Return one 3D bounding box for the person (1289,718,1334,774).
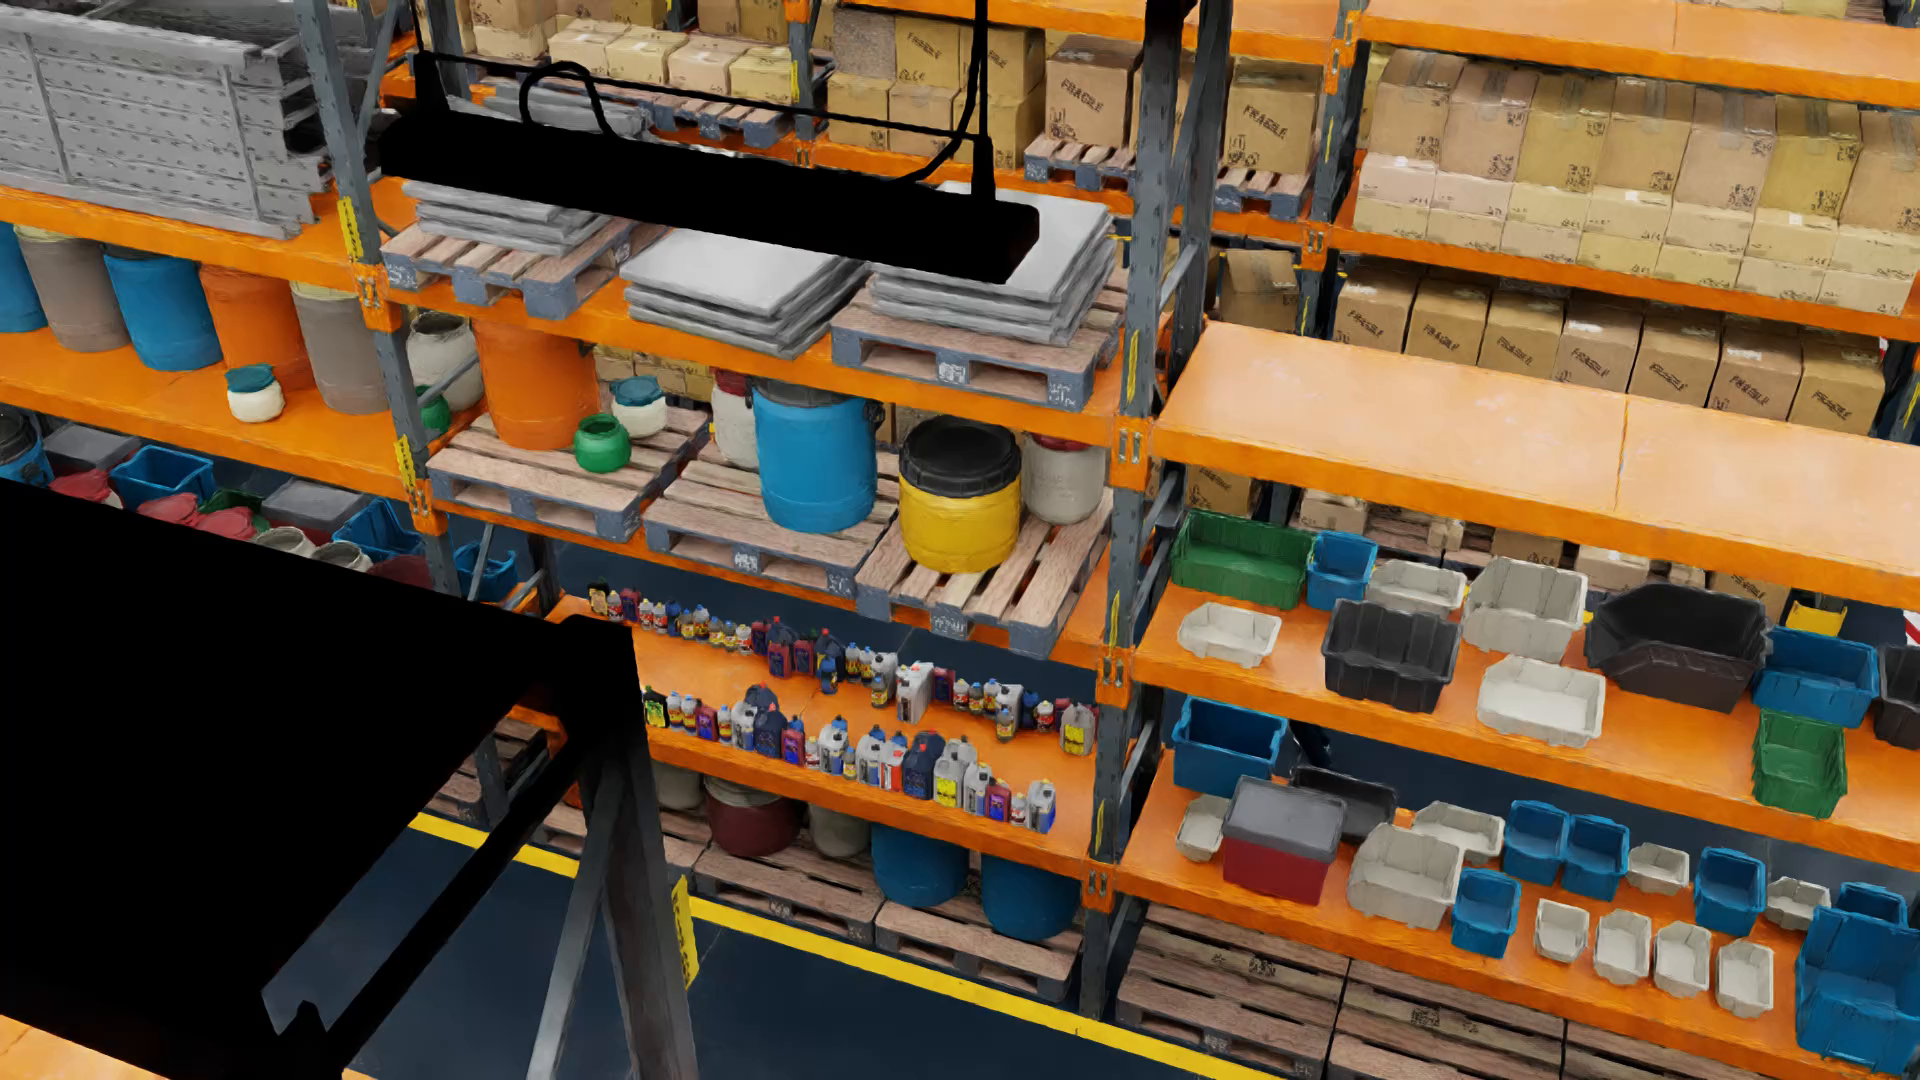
[{"bbox_3d":[2.291,0.900,10.894,0.519,1.541,0.566,11,38,15],"label":"person"}]

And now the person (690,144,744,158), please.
[{"bbox_3d":[-2.418,-3.477,16.604,0.576,1.768,0.445,-6,37,-7],"label":"person"}]
